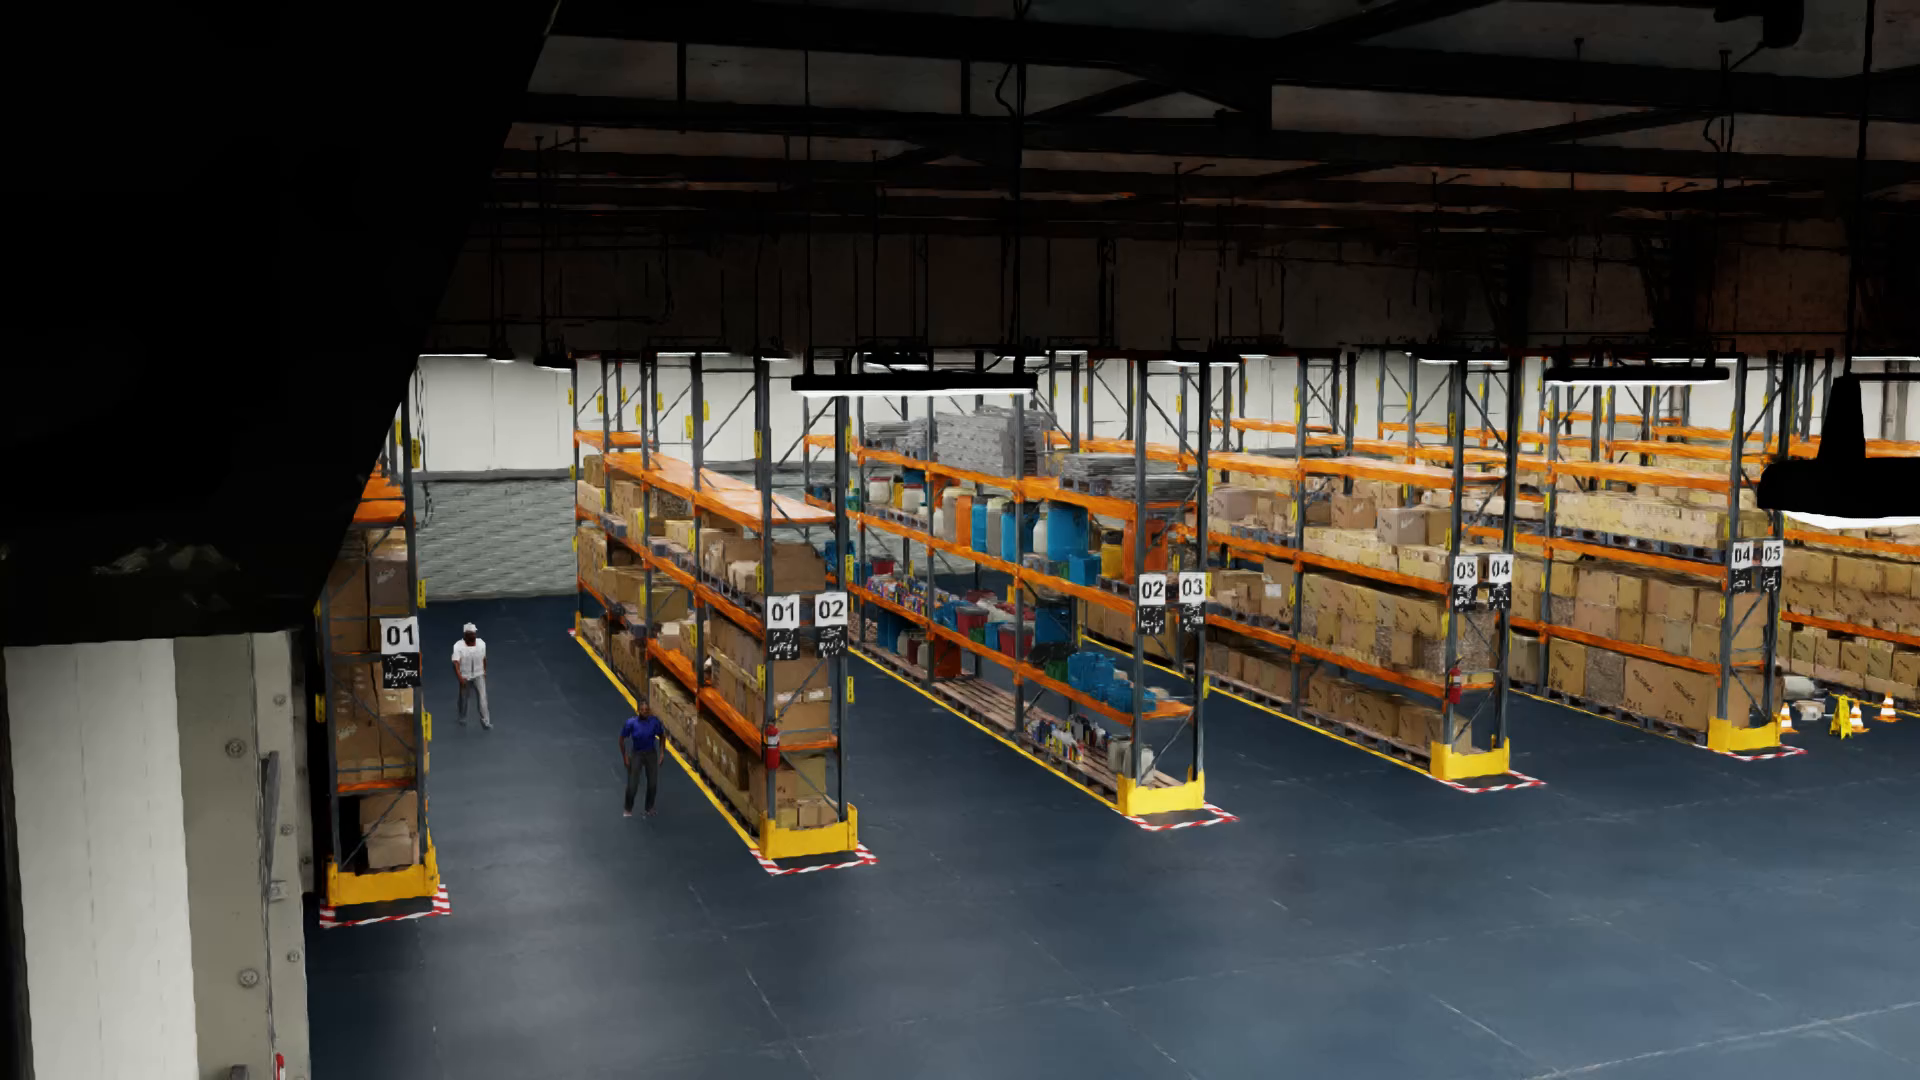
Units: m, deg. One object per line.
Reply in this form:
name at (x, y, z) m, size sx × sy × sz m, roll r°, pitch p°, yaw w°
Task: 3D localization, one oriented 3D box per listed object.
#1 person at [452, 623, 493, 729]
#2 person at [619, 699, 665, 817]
person at (-7.849, 2.165, 26.673) m, size 0.569 × 1.708 × 1.033 m, roll -4°, pitch 8°, yaw -29°
person at (-4.159, 2.898, 21.782) m, size 0.592 × 1.495 × 0.518 m, roll -3°, pitch 8°, yaw -22°
